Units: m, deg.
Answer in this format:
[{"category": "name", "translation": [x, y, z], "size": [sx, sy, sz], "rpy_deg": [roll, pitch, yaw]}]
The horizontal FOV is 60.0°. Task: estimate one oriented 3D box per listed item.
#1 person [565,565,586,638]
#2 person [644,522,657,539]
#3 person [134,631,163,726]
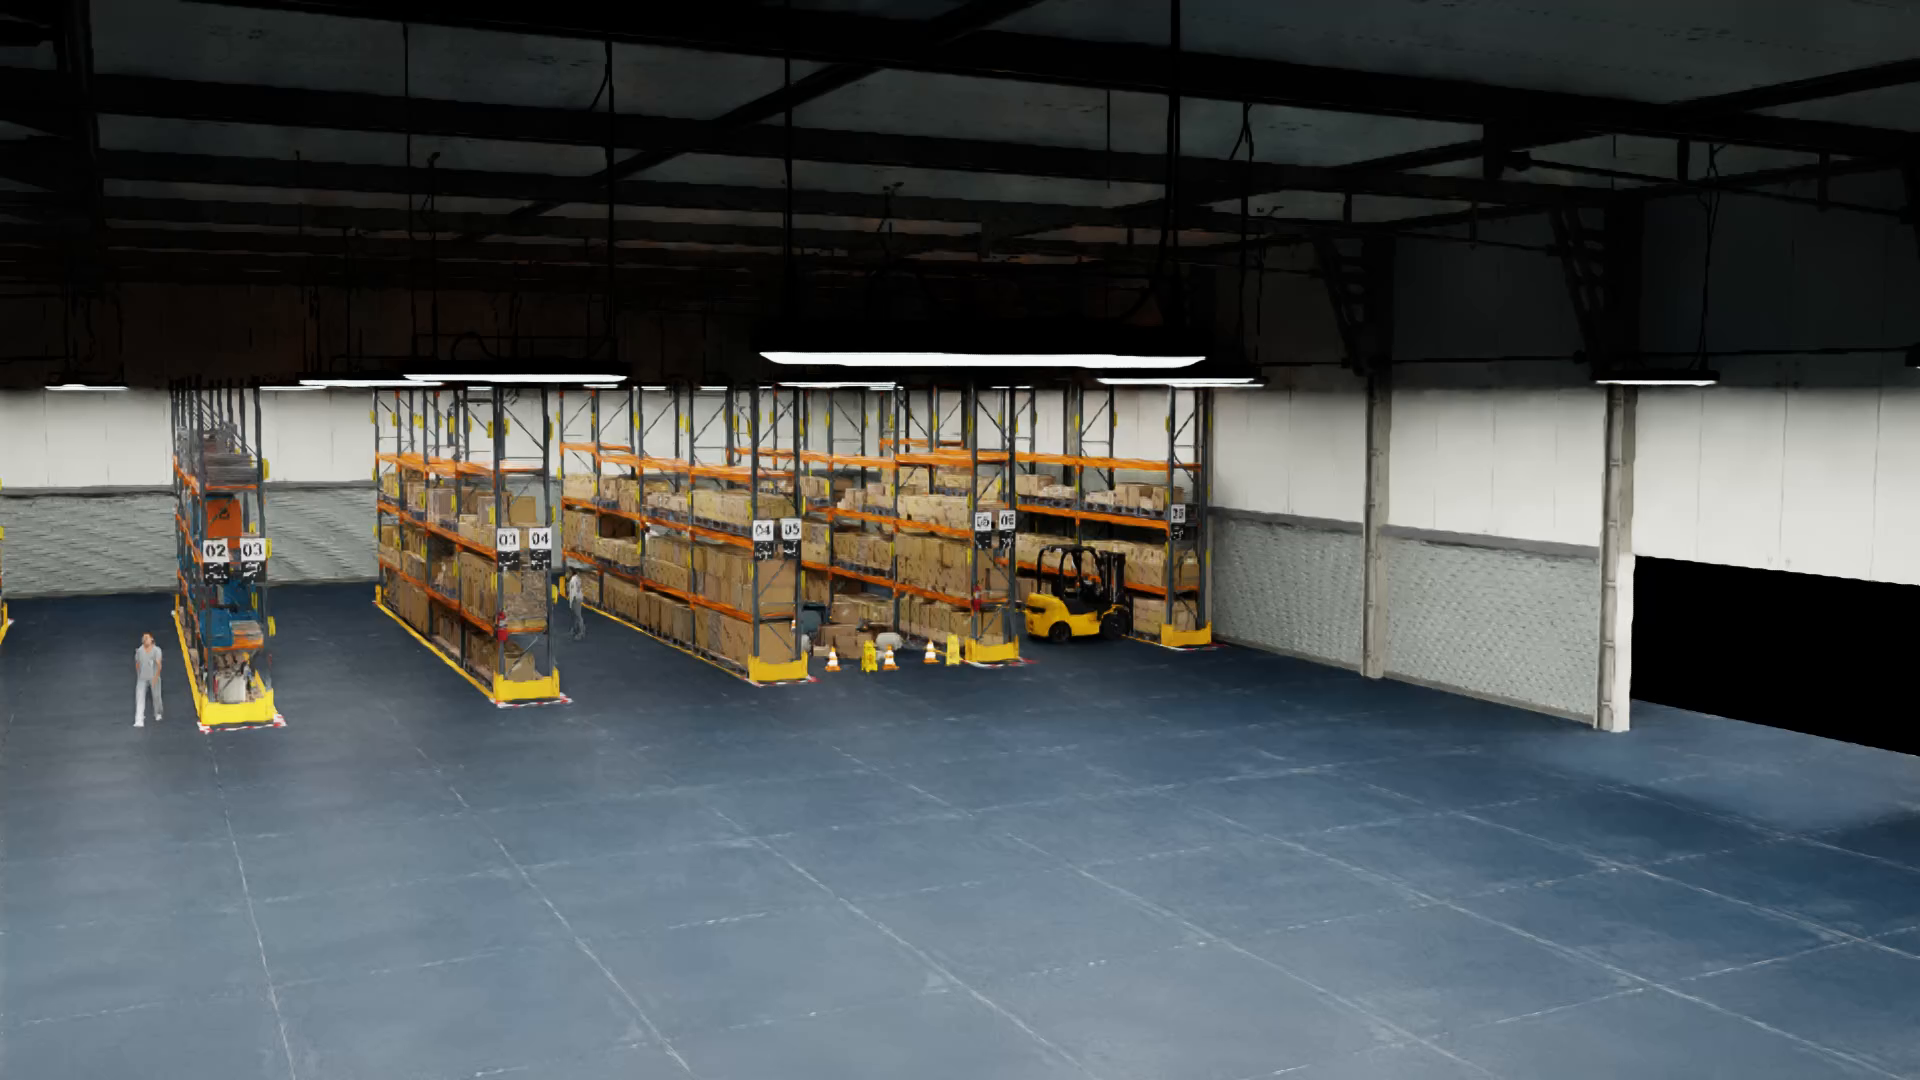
[{"category": "person", "translation": [-9.008, 1.425, 38.835], "size": [0.545, 1.667, 0.571], "rpy_deg": [0, 5, 1]}, {"category": "person", "translation": [-9.522, 0.301, 51.097], "size": [0.651, 1.770, 0.494], "rpy_deg": [2, 6, 26]}, {"category": "person", "translation": [-13.950, 2.362, 28.611], "size": [0.446, 1.598, 1.005], "rpy_deg": [-2, 5, -17]}]
